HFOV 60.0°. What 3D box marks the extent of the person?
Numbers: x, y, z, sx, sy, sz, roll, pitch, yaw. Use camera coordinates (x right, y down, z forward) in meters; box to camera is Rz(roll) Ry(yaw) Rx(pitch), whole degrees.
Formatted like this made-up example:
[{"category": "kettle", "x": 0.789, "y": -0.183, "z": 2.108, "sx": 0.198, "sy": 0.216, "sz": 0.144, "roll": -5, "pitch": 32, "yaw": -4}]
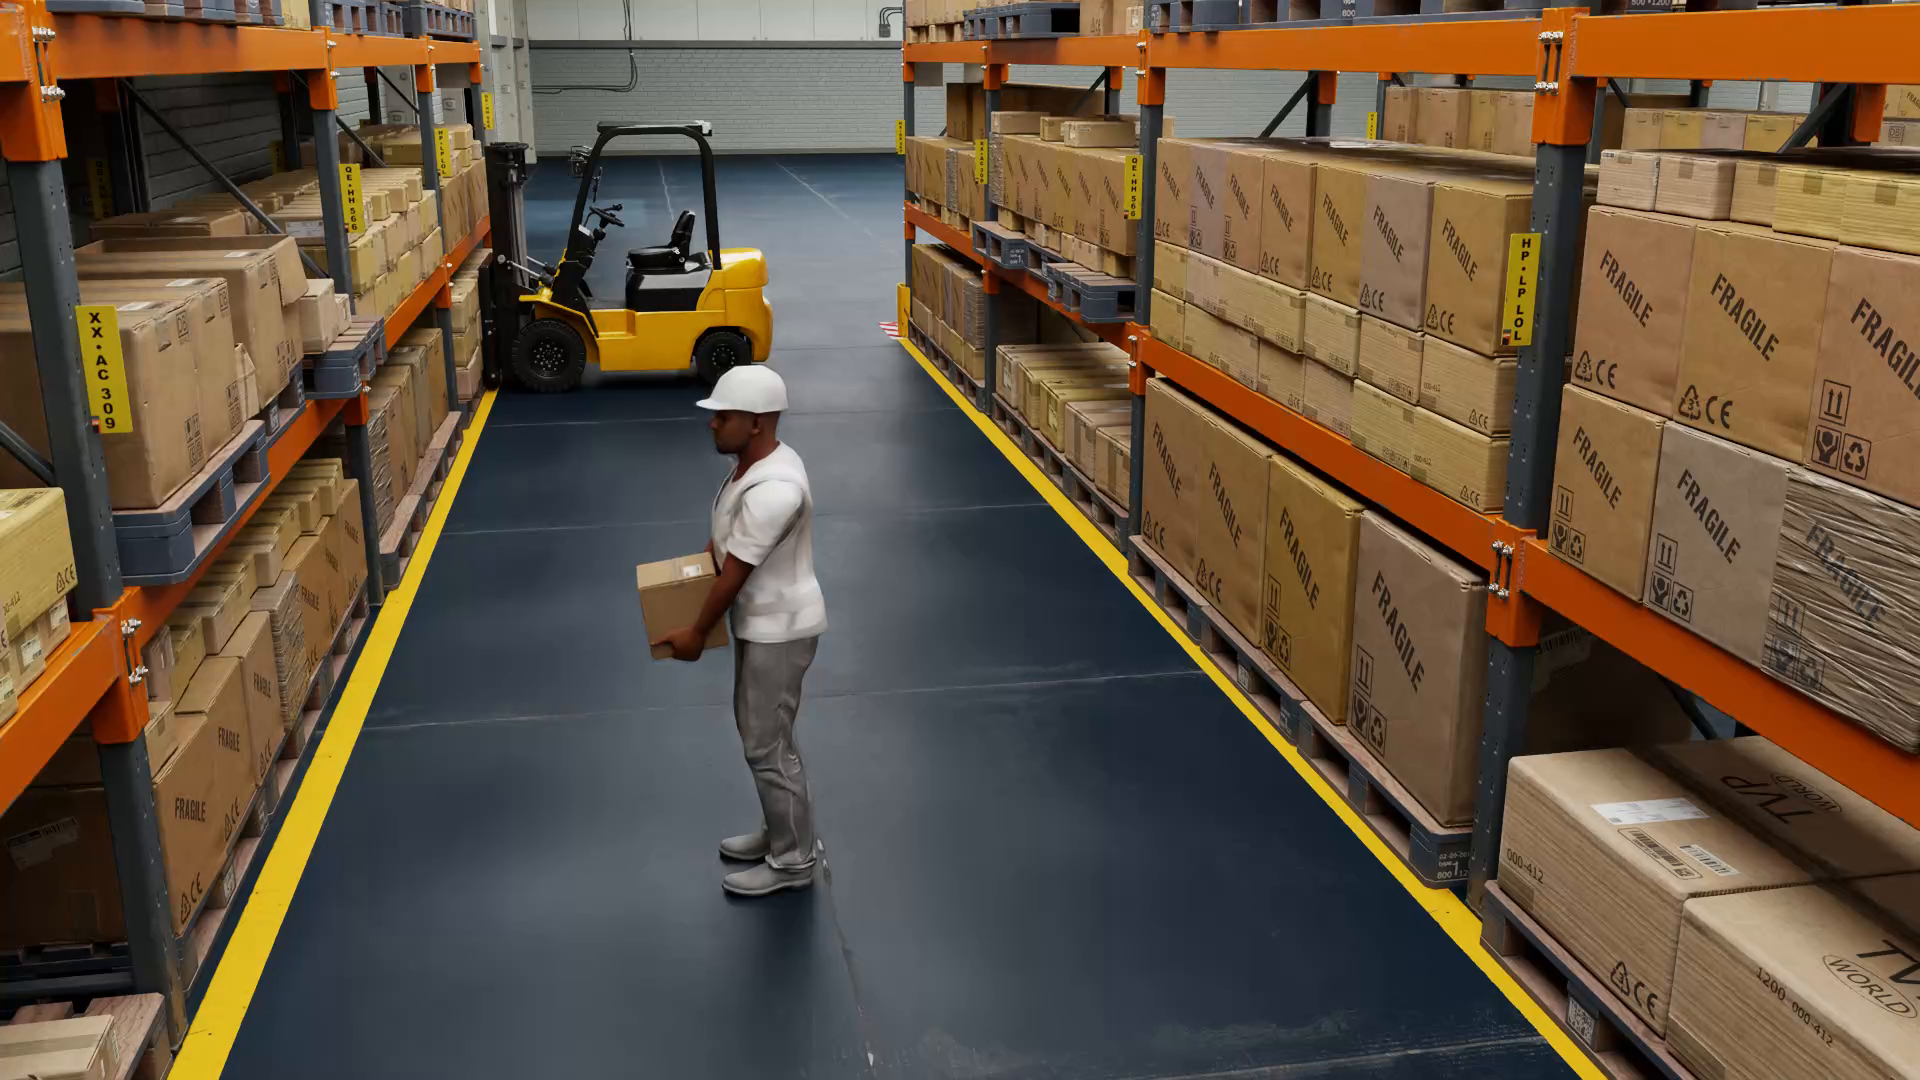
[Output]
[{"category": "person", "x": -0.728, "y": 0.300, "z": 5.471, "sx": 0.576, "sy": 1.761, "sz": 0.505, "roll": -3, "pitch": 17, "yaw": -11}]
